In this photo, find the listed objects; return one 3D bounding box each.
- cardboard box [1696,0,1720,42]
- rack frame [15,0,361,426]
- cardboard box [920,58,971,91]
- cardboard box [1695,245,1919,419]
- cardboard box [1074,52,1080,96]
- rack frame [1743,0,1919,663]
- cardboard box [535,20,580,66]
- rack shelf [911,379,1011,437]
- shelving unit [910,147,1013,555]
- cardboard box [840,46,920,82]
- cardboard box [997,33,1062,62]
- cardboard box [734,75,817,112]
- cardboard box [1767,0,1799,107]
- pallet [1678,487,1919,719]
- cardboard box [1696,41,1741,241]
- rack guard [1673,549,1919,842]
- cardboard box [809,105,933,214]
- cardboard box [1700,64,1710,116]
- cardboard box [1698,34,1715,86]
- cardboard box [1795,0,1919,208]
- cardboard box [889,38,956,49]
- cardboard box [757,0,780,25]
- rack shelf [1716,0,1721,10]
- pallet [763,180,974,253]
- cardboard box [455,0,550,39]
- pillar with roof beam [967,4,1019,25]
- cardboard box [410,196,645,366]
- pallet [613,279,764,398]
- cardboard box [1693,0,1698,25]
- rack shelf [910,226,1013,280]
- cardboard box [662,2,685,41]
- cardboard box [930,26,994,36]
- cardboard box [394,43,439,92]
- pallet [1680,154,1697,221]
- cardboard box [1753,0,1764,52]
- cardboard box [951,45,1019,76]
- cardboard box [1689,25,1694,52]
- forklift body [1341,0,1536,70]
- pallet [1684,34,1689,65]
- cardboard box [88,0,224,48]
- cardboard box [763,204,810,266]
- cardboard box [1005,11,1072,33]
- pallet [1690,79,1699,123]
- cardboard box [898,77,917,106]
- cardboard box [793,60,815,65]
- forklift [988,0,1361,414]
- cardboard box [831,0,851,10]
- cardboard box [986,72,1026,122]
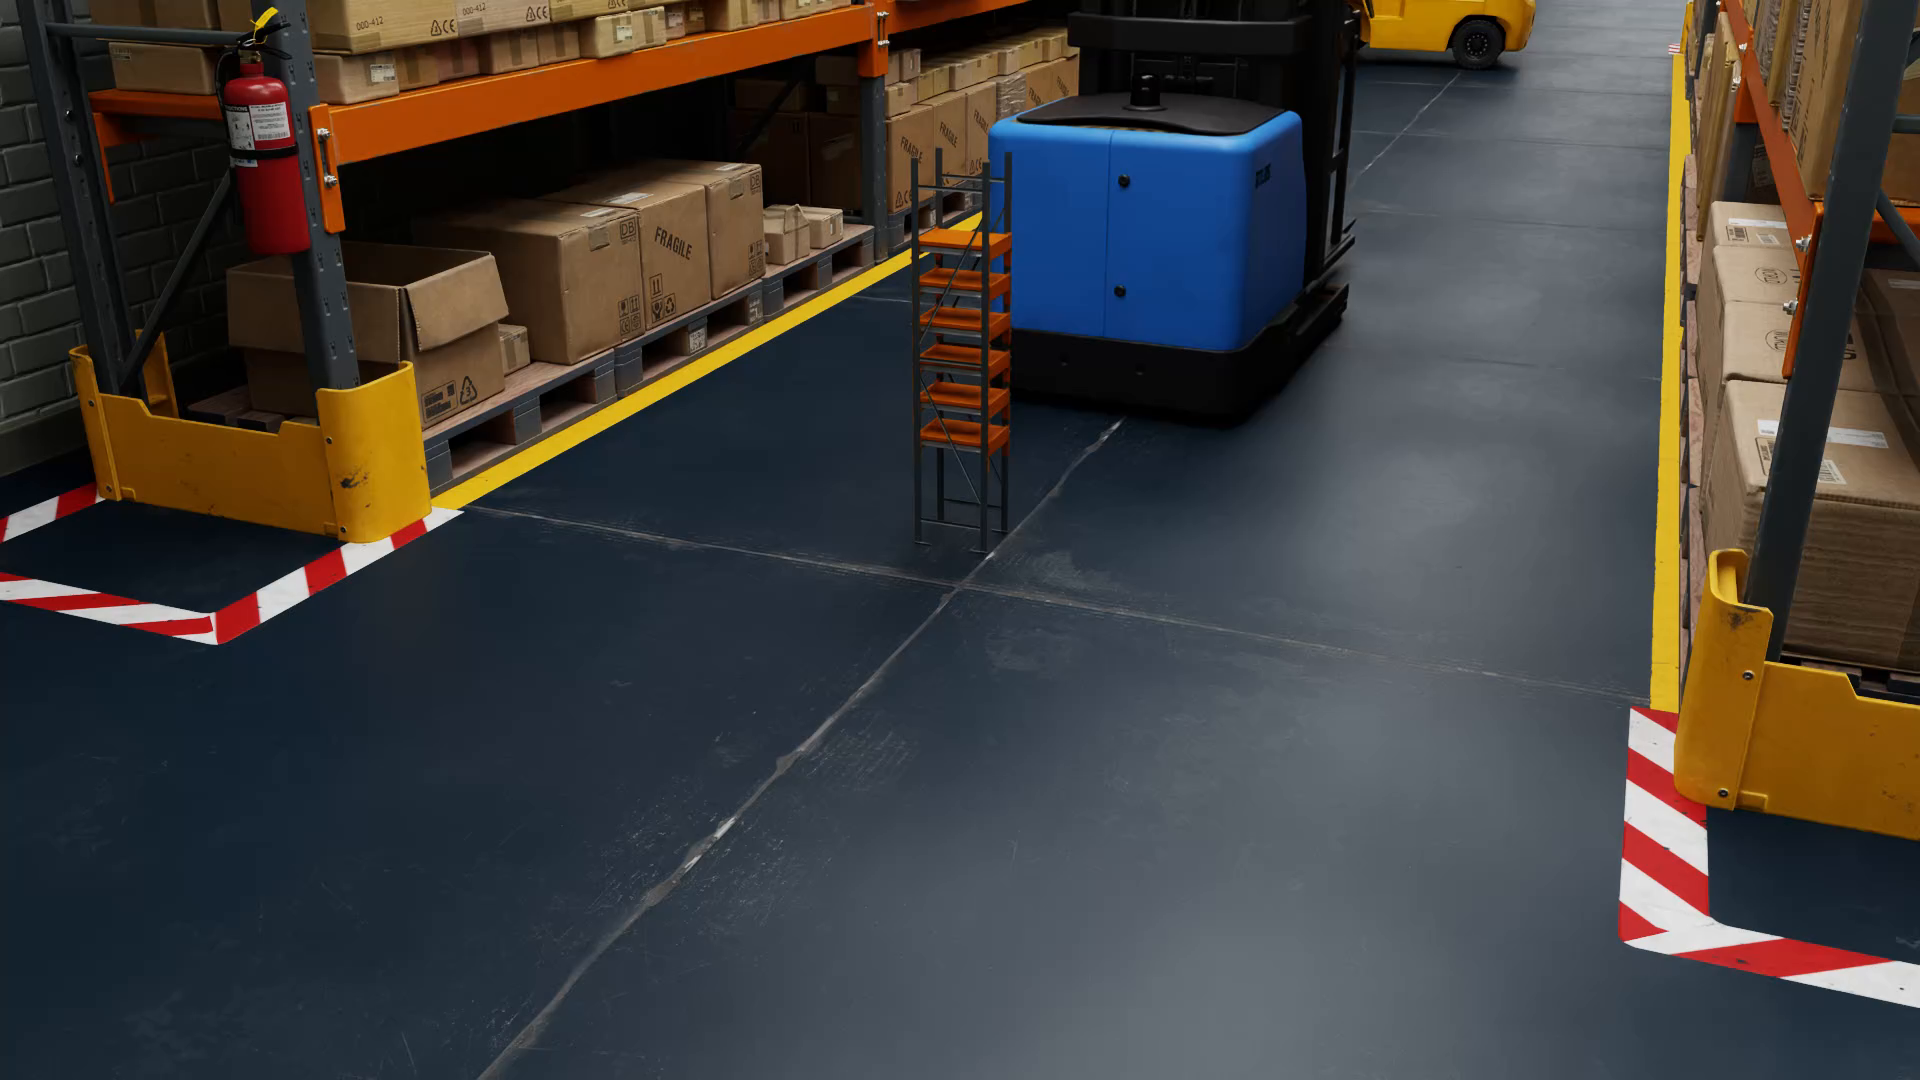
[{"bbox_3d":[6.685,-4.589,14.394,0.500,0.500,0.500,8,24,19],"label":"cardboard box"},{"bbox_3d":[-2.353,-1.483,4.908,1.000,3.000,0.127,9,24,20],"label":"rack frame"},{"bbox_3d":[-0.154,-2.732,9.755,0.380,0.149,0.250,9,24,20],"label":"cardboard box"},{"bbox_3d":[3.078,-0.687,5.782,0.875,0.438,0.875,8,24,18],"label":"cardboard box"},{"bbox_3d":[0.662,-3.204,11.727,0.500,0.500,0.500,10,24,22],"label":"cardboard box"},{"bbox_3d":[2.257,-0.774,3.210,1.000,3.000,0.127,9,24,20],"label":"rack frame"},{"bbox_3d":[-1.615,-1.819,6.040,0.380,0.149,0.250,9,24,21],"label":"cardboard box"},{"bbox_3d":[0.005,-0.407,5.095,0.258,0.103,0.180,9,24,20],"label":"rack shelf"},{"bbox_3d":[0.005,-0.559,5.031,0.258,1.200,0.189,9,24,20],"label":"shelving unit"},{"bbox_3d":[-0.435,-2.581,9.009,0.380,0.149,0.250,8,24,17],"label":"cardboard box"},{"bbox_3d":[0.459,-3.282,11.073,0.380,0.149,0.250,8,24,18],"label":"cardboard box"},{"bbox_3d":[-0.998,-2.427,9.025,0.380,0.149,0.250,8,24,18],"label":"cardboard box"},{"bbox_3d":[2.753,-1.580,5.011,0.500,0.500,0.500,10,24,22],"label":"cardboard box"},{"bbox_3d":[2.482,0.216,4.460,1.003,0.211,1.213,9,24,20],"label":"pallet"},{"bbox_3d":[4.227,-1.976,8.301,0.875,0.875,0.875,10,24,22],"label":"cardboard box"},{"bbox_3d":[2.248,0.388,3.671,1.175,0.500,0.348,9,24,20],"label":"rack guard"},{"bbox_3d":[-0.478,-2.096,9.073,0.500,0.500,0.500,10,25,22],"label":"cardboard box"},{"bbox_3d":[5.715,-3.084,11.605,0.950,0.372,0.625,8,24,19],"label":"cardboard box"},{"bbox_3d":[6.522,-3.861,13.466,0.950,0.372,0.625,9,24,21],"label":"cardboard box"},{"bbox_3d":[2.191,-1.030,3.695,0.500,0.500,0.500,9,24,20],"label":"cardboard box"},{"bbox_3d":[-0.245,-3.167,10.798,0.380,0.149,0.250,8,24,19],"label":"cardboard box"},{"bbox_3d":[-1.024,-2.365,7.347,0.380,0.149,0.250,9,24,21],"label":"cardboard box"},{"bbox_3d":[5.972,-4.020,11.916,1.077,0.370,4.000,9,24,20],"label":"rack shelf"},{"bbox_3d":[-0.600,-1.924,9.582,1.003,0.211,1.213,9,24,20],"label":"pallet"},{"bbox_3d":[-1.747,-1.855,5.608,0.500,0.250,0.500,9,24,21],"label":"cardboard box"},{"bbox_3d":[4.263,-7.093,10.556,9.100,9.000,0.400,9,24,20],"label":"pillar with roof beam"},{"bbox_3d":[-1.684,-1.029,6.520,0.700,0.500,0.500,10,25,22],"label":"cardboard box"},{"bbox_3d":[-1.574,-0.944,7.236,1.003,0.211,1.213,9,24,20],"label":"pallet"},{"bbox_3d":[7.252,-5.147,15.729,0.500,0.500,0.500,9,24,21],"label":"cardboard box"},{"bbox_3d":[0.005,-0.850,4.910,0.258,0.103,0.180,9,24,20],"label":"rack shelf"},{"bbox_3d":[-1.340,-2.098,6.708,0.380,0.149,0.250,9,24,20],"label":"cardboard box"},{"bbox_3d":[0.012,-3.452,11.480,0.380,0.149,0.250,10,25,22],"label":"cardboard box"},{"bbox_3d":[-1.924,-1.543,5.378,0.380,0.149,0.250,9,24,21],"label":"cardboard box"},{"bbox_3d":[4.866,-2.078,9.952,1.003,0.211,1.213,9,24,20],"label":"pallet"},{"bbox_3d":[3.326,-2.121,6.306,0.500,0.500,0.500,10,25,22],"label":"cardboard box"},{"bbox_3d":[0.152,-3.002,10.402,0.380,0.149,0.250,8,24,18],"label":"cardboard box"},{"bbox_3d":[7.257,-4.797,15.864,0.500,0.250,0.500,11,25,24],"label":"cardboard box"},{"bbox_3d":[4.580,-5.877,16.530,2.313,2.155,1.214,9,24,20],"label":"forklift body"},{"bbox_3d":[7.838,-4.900,16.706,1.003,0.211,1.213,9,24,20],"label":"pallet"},{"bbox_3d":[-2.428,-1.754,5.365,0.500,0.250,0.500,10,24,22],"label":"cardboard box"},{"bbox_3d":[-0.934,-1.477,7.897,0.396,0.266,0.258,10,25,22],"label":"cardboard box"},{"bbox_3d":[0.863,-3.665,12.668,0.875,0.625,0.625,10,25,22],"label":"cardboard box"},{"bbox_3d":[6.427,-3.502,13.361,1.003,0.211,1.213,9,24,20],"label":"pallet"},{"bbox_3d":[-0.455,-2.454,9.091,0.380,0.149,0.250,8,24,19],"label":"cardboard box"},{"bbox_3d":[-0.752,-2.705,9.692,0.380,0.149,0.250,8,24,17],"label":"cardboard box"},{"bbox_3d":[1.148,-2.355,7.086,1.130,2.935,3.031,10,25,22],"label":"forklift"},{"bbox_3d":[-0.751,-2.648,8.024,0.380,0.149,0.250,9,24,21],"label":"cardboard box"},{"bbox_3d":[0.098,-2.650,10.401,0.500,0.500,0.500,8,24,18],"label":"cardboard box"}]
